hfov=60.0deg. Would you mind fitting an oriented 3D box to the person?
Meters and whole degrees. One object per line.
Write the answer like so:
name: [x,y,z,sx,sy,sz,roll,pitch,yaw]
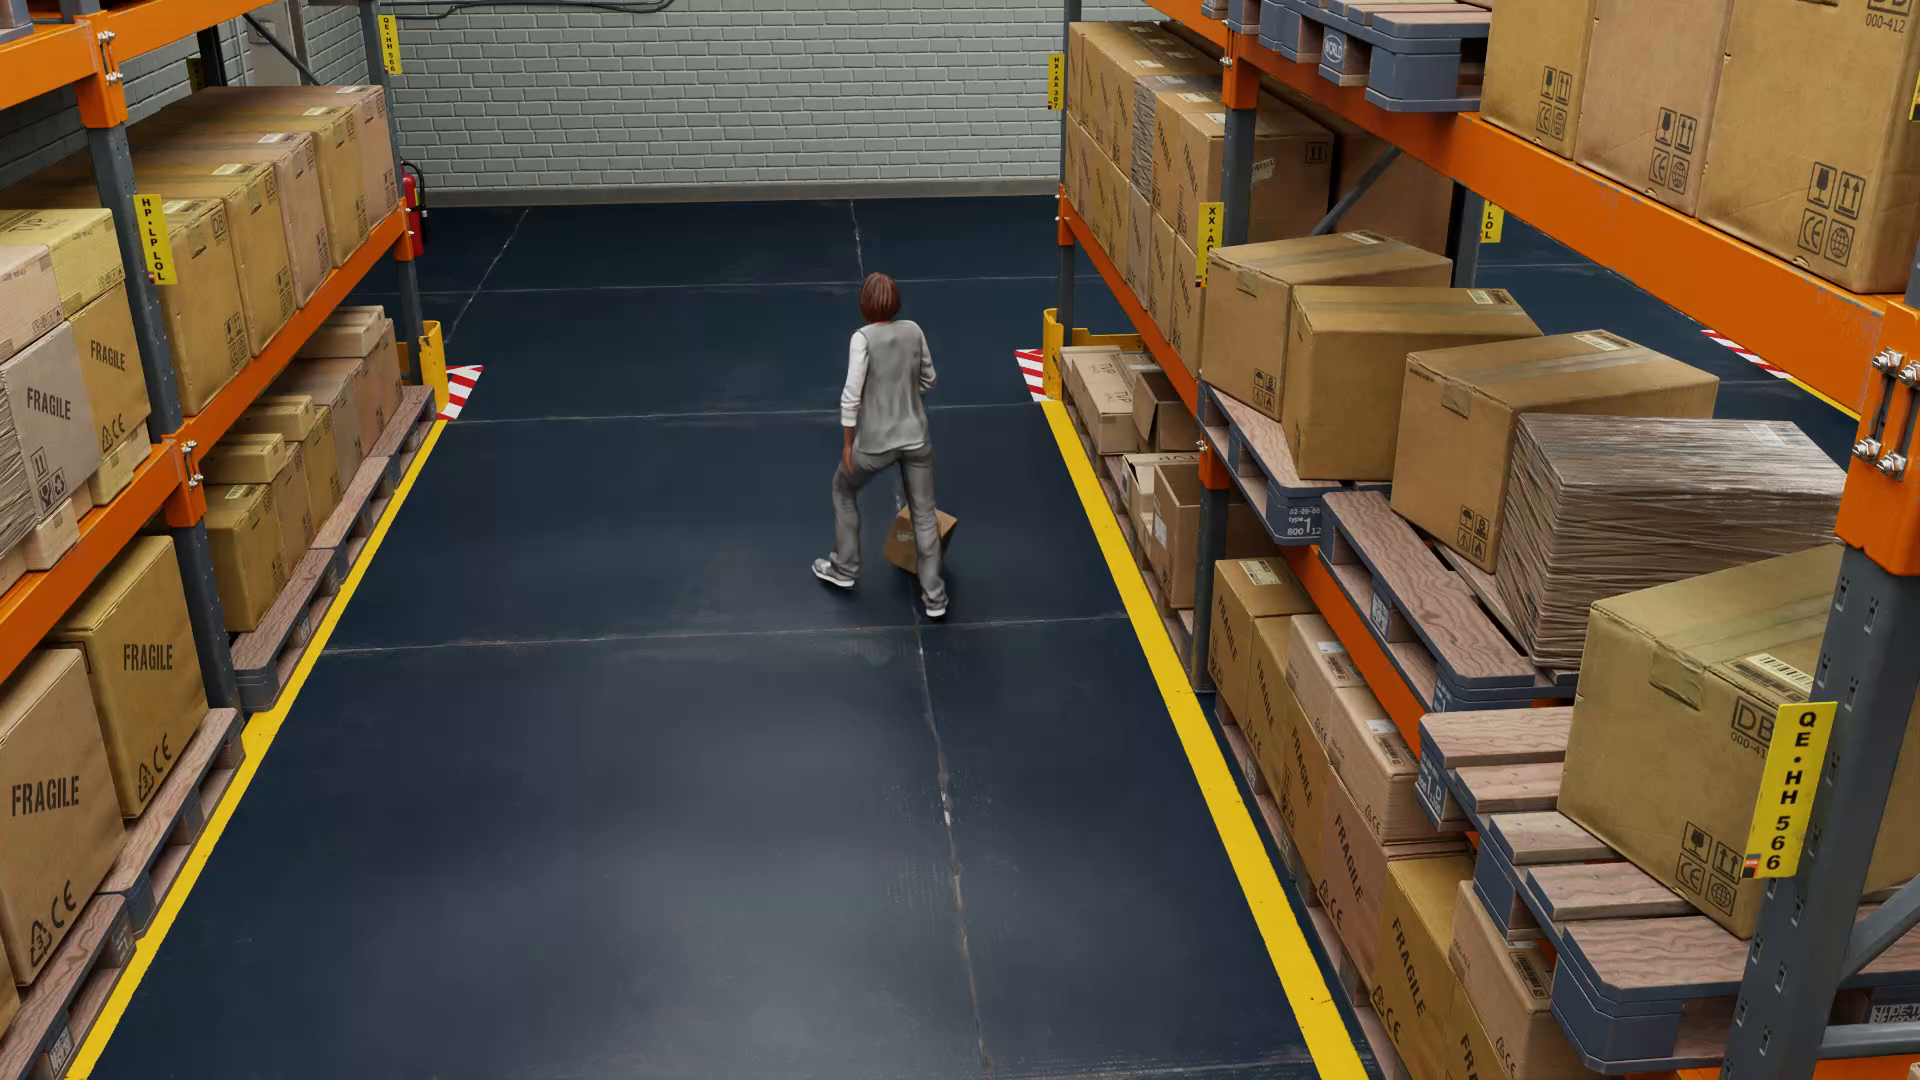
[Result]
person: [-0.334,-0.442,7.635,0.559,1.547,0.709,-10,26,-22]
